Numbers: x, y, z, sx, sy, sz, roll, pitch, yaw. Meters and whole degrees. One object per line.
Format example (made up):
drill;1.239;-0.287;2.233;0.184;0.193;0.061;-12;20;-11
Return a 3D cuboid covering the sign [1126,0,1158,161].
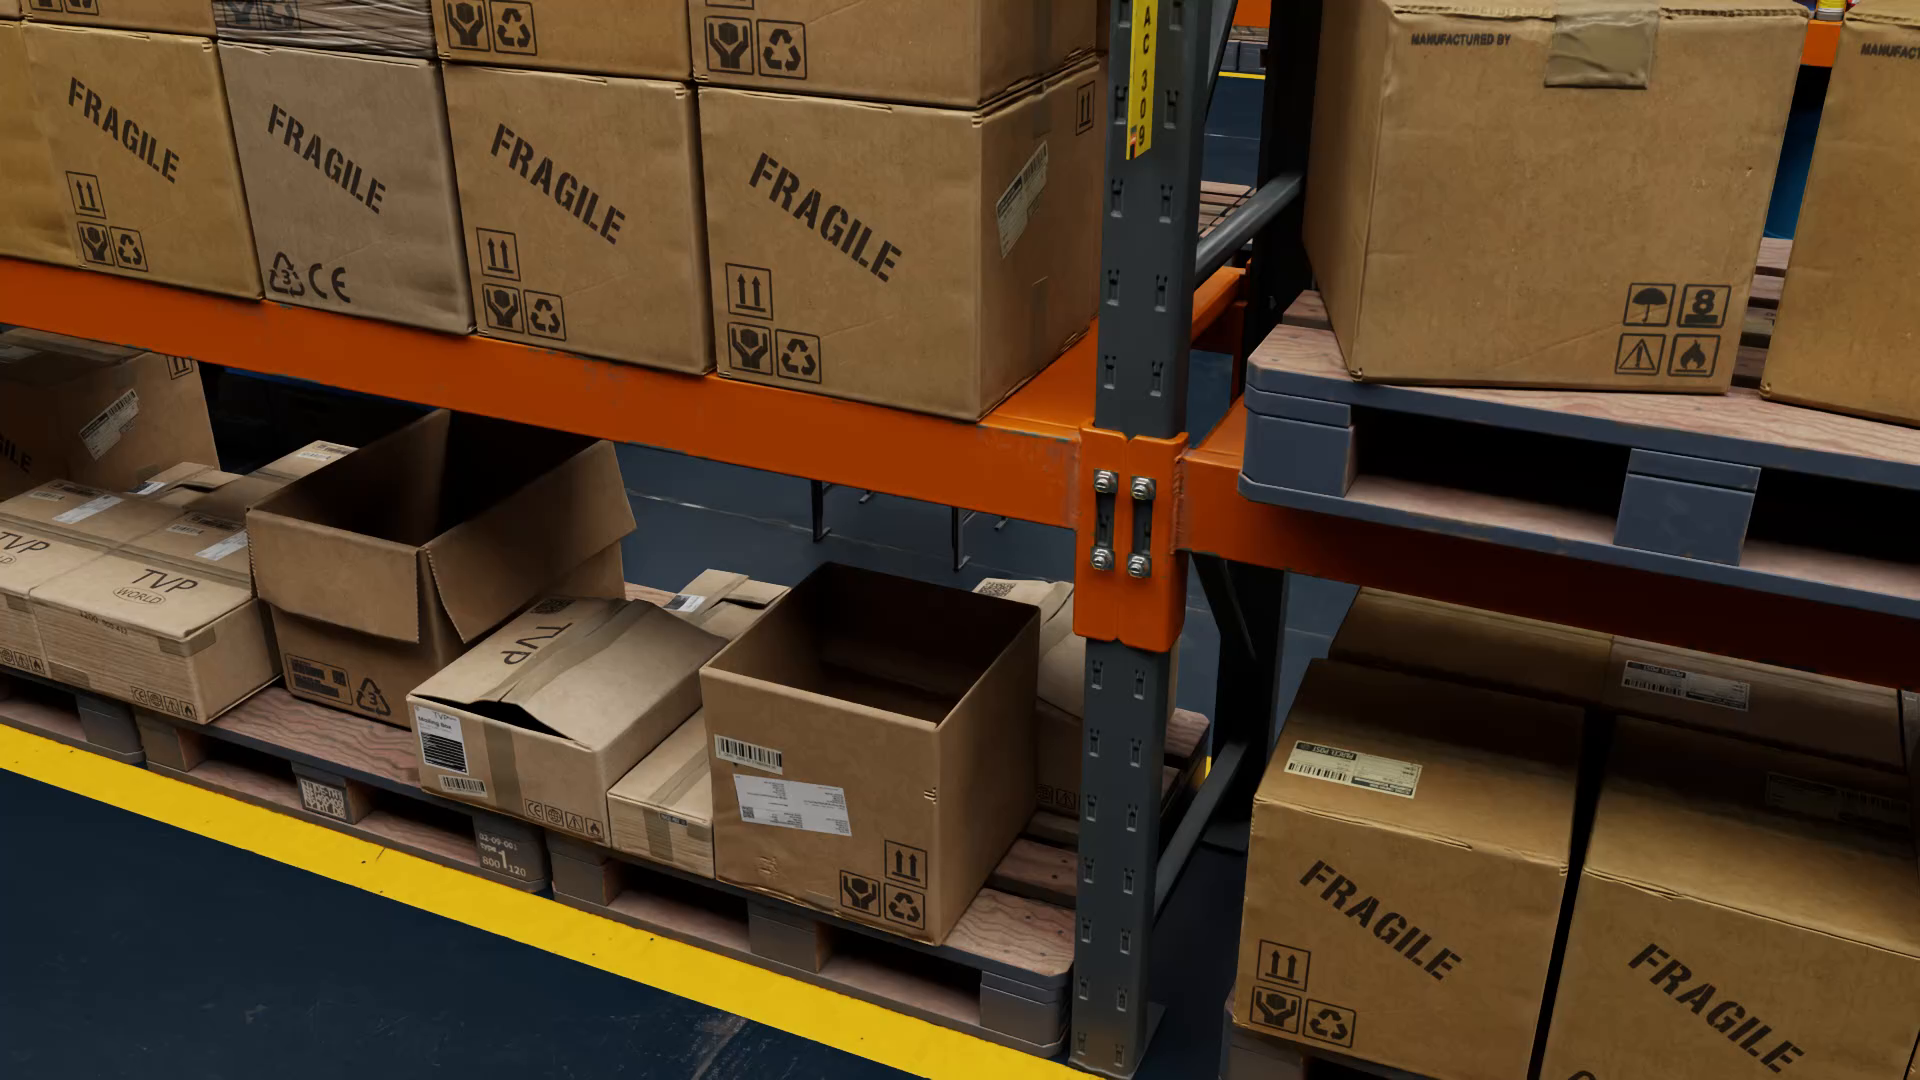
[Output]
sign;0.254;-0.692;2.280;0.005;0.325;0.100;11;28;22

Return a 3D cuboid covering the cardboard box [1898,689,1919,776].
cardboard box;1.942;0.561;3.046;0.500;0.500;0.500;12;29;22

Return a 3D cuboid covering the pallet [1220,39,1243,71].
pallet;1.694;-3.872;12.875;1.213;0.211;1.003;11;28;22

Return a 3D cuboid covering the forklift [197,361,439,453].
forklift;-2.720;-1.899;5.788;3.031;2.935;1.130;11;28;22

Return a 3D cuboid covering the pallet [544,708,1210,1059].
pallet;-0.153;0.602;3.789;1.213;0.211;1.003;11;28;22

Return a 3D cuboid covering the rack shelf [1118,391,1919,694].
rack shelf;2.292;0.165;2.333;4.000;0.370;1.077;11;28;22

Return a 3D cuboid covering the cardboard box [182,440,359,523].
cardboard box;-1.721;-0.032;4.535;0.500;0.250;0.500;11;28;22

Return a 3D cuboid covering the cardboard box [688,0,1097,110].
cardboard box;-0.096;-1.005;2.651;0.500;0.500;0.500;12;28;22

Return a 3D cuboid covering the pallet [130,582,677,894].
pallet;-1.268;0.379;4.241;1.213;0.211;1.003;11;28;22

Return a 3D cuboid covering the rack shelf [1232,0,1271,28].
rack shelf;0.705;-2.557;7.863;4.000;0.370;1.077;11;28;22

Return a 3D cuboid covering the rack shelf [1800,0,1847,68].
rack shelf;4.346;-1.826;6.377;4.000;0.370;1.077;11;28;22

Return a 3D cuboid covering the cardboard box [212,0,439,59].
cardboard box;-1.022;-1.190;3.026;0.500;0.500;0.500;12;28;22

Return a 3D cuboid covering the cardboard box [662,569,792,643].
cardboard box;-0.613;0.232;4.092;0.250;0.166;0.380;11;28;22

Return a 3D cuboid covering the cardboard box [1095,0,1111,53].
cardboard box;0.159;-1.216;3.079;0.500;0.500;0.500;12;29;23

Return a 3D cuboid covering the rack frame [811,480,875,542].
rack frame;-0.373;-1.017;4.938;0.015;2.100;0.400;11;28;22

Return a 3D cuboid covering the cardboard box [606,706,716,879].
cardboard box;-0.531;0.524;3.520;0.250;0.149;0.380;11;28;22

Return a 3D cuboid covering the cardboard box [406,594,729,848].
cardboard box;-0.847;0.358;3.672;0.500;0.311;0.500;11;28;22

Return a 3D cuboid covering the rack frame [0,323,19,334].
rack frame;-3.170;-1.255;4.403;0.127;3.000;1.000;11;28;22

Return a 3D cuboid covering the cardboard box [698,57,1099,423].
cardboard box;-0.090;-0.557;2.871;0.500;0.500;0.500;12;29;23

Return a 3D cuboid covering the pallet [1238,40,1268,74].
pallet;2.801;-3.648;12.420;1.213;0.211;1.003;11;28;22

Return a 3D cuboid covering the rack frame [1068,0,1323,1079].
rack frame;0.471;-0.523;2.917;0.127;3.000;1.000;11;28;22

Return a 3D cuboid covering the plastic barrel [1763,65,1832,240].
plastic barrel;3.658;-1.526;6.853;0.708;0.901;0.600;11;28;22

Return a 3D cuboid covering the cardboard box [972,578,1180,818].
cardboard box;0.179;0.322;3.747;0.500;0.311;0.500;11;28;22

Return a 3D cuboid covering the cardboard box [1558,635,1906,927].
cardboard box;1.486;0.469;3.233;0.500;0.500;0.500;11;28;22

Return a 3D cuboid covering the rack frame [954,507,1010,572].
rack frame;0.071;-0.928;4.757;0.015;2.100;0.400;11;28;22

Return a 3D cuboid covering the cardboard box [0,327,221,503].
cardboard box;-2.573;-0.330;4.857;0.500;0.500;0.500;11;28;22

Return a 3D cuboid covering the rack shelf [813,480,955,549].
rack shelf;-0.151;-0.332;5.163;0.480;0.518;0.431;11;28;22

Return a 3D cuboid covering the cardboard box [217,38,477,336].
cardboard box;-1.028;-0.743;3.251;0.500;0.500;0.500;12;29;23

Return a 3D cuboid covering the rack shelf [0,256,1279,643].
rack shelf;-1.349;-0.566;3.819;4.000;0.370;1.077;11;28;22

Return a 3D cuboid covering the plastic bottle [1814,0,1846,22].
plastic bottle;3.305;-2.071;6.285;0.097;0.201;0.097;0;26;0

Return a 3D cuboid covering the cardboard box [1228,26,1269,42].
cardboard box;2.378;-4.221;12.358;0.875;0.875;0.875;11;28;22

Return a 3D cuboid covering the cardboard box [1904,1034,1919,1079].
cardboard box;1.753;0.774;2.613;0.500;0.500;0.500;12;29;22

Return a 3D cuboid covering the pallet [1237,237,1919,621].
pallet;1.154;-0.247;2.574;1.213;0.211;1.003;11;28;22

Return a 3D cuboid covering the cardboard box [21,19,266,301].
cardboard box;-1.493;-0.835;3.438;0.500;0.500;0.500;12;29;22

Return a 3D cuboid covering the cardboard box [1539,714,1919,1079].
cardboard box;1.301;0.680;2.805;0.500;0.500;0.500;12;29;23

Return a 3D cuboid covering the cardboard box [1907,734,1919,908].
cardboard box;1.721;0.433;2.457;0.500;0.250;0.500;11;28;22

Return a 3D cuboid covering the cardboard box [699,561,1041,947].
cardboard box;-0.165;0.411;3.352;0.500;0.500;0.500;11;28;22

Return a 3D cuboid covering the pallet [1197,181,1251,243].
pallet;0.725;-1.605;8.270;1.213;0.211;1.003;11;28;22

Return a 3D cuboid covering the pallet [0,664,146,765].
pallet;-2.375;0.156;4.695;1.213;0.211;1.003;11;28;22

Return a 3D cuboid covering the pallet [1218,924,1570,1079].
pallet;1.227;0.861;3.262;1.213;0.211;1.003;11;28;22

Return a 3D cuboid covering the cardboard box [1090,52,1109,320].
cardboard box;0.120;-0.771;3.307;0.500;0.500;0.500;12;29;23

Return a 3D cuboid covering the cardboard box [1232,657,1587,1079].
cardboard box;0.811;0.587;2.994;0.500;0.500;0.500;10;28;19

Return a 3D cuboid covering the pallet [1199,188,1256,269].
pallet;1.840;-1.382;7.819;1.213;0.211;1.003;11;28;22

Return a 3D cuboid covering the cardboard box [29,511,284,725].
cardboard box;-1.882;0.178;4.108;0.500;0.250;0.500;11;28;22

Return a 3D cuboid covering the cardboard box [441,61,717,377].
cardboard box;-0.560;-0.650;3.062;0.500;0.500;0.500;12;29;23

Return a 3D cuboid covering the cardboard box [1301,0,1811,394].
cardboard box;0.810;-0.580;2.444;0.500;0.500;0.700;2;26;4

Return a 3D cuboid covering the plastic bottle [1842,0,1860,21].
plastic bottle;3.393;-2.053;6.248;0.097;0.201;0.097;0;26;0

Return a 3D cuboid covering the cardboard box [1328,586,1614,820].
cardboard box;1.039;0.376;3.423;0.500;0.500;0.500;11;28;22

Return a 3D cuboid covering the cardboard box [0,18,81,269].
cardboard box;-1.948;-0.927;3.625;0.500;0.500;0.500;11;28;22

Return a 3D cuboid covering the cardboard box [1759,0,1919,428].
cardboard box;1.462;-0.480;2.240;0.500;0.500;0.700;16;31;30

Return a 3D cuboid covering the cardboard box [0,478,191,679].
cardboard box;-2.337;0.086;4.294;0.500;0.250;0.500;11;28;22

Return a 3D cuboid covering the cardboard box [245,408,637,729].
cardboard box;-1.241;0.058;4.065;0.637;0.503;0.797;11;28;22

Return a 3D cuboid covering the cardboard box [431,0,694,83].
cardboard box;-0.564;-1.098;2.839;0.500;0.500;0.500;11;28;21

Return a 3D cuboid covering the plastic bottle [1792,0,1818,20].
plastic bottle;3.216;-2.120;6.305;0.097;0.271;0.097;0;26;0

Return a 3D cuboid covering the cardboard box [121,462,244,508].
cardboard box;-2.242;-0.070;4.707;0.250;0.166;0.380;11;28;22

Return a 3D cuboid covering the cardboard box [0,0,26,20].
cardboard box;-1.943;-1.375;3.402;0.500;0.500;0.500;12;29;23

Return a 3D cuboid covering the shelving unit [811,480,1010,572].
shelving unit;-0.151;-0.972;4.848;0.503;2.100;0.431;11;28;22

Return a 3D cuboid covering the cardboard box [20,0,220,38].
cardboard box;-1.480;-1.283;3.214;0.500;0.500;0.500;11;28;21
